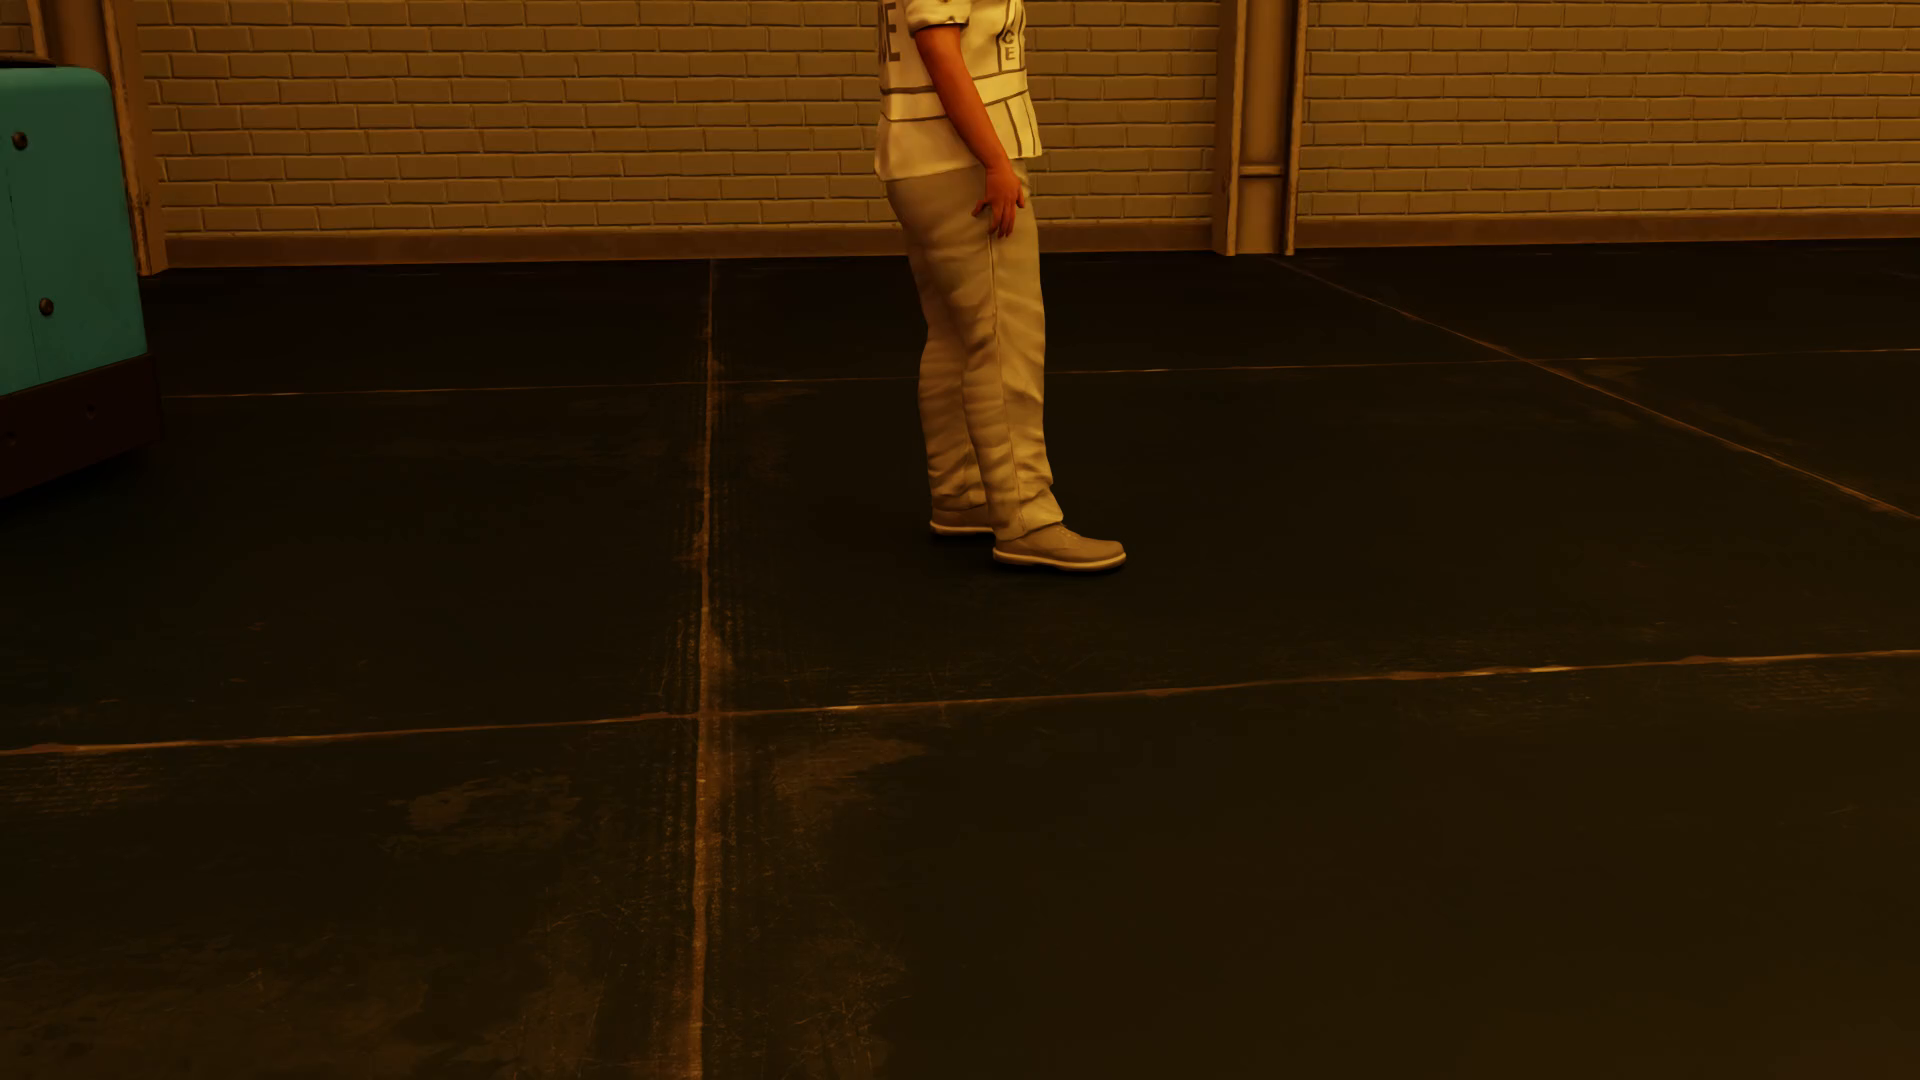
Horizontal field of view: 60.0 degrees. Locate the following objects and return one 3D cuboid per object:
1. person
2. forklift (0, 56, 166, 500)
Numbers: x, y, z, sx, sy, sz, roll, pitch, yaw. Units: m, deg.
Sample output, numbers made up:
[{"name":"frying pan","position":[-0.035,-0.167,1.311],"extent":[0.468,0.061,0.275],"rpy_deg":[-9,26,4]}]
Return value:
[{"name":"person","position":[0.079,-0.802,3.712],"extent":[0.529,1.670,0.599],"rpy_deg":[-2,17,-8]},{"name":"forklift","position":[-3.794,-1.559,4.059],"extent":[3.031,2.935,1.130],"rpy_deg":[2,17,8]}]
